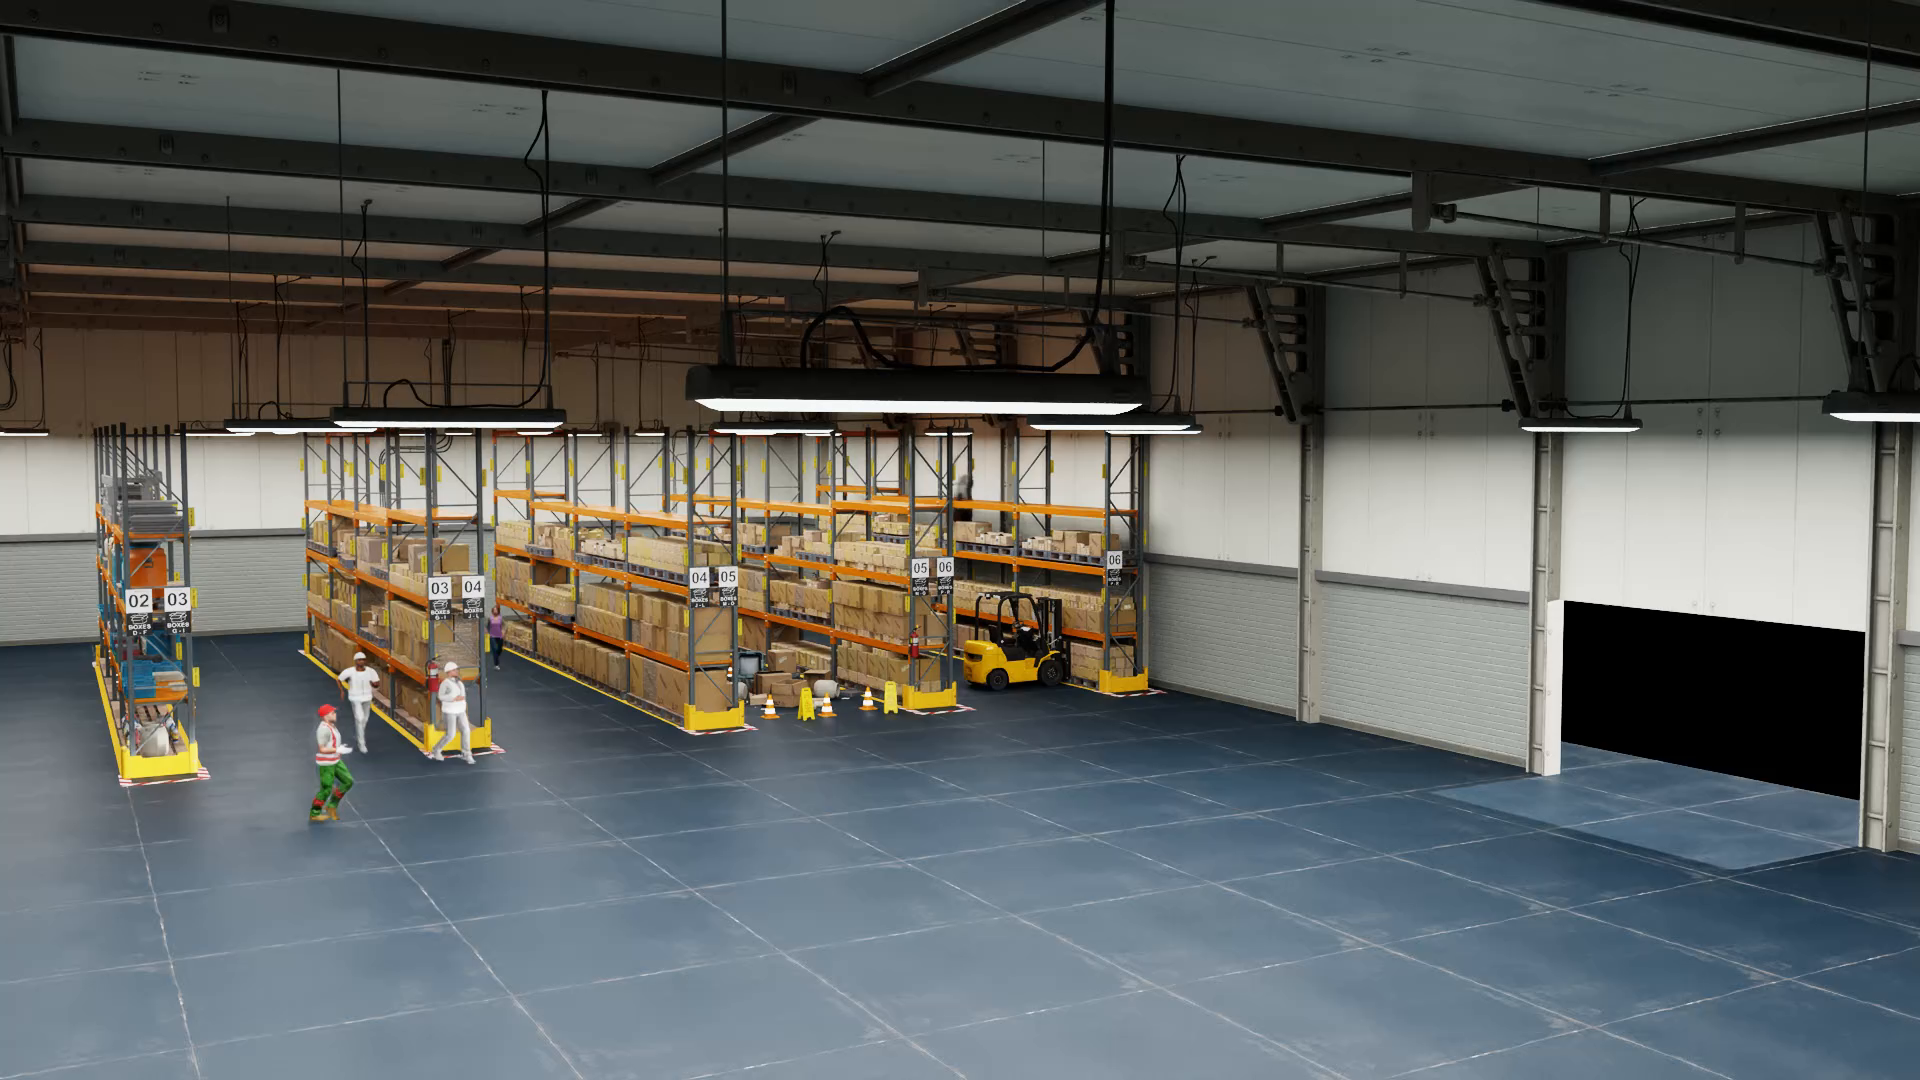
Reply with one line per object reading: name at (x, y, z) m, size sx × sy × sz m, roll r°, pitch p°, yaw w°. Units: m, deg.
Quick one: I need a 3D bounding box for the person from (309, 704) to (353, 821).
person at (-9.366, 3.332, 24.795) m, size 0.692 × 1.784 × 0.628 m, roll 0°, pitch 3°, yaw -3°

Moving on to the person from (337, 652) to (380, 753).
person at (-11.047, 2.966, 30.648) m, size 0.682 × 1.801 × 0.879 m, roll -3°, pitch 5°, yaw -41°

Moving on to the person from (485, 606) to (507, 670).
person at (-11.605, 2.424, 41.528) m, size 0.569 × 1.570 × 0.730 m, roll -2°, pitch 4°, yaw -24°

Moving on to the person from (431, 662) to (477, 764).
person at (-8.950, 3.058, 29.336) m, size 0.819 × 1.814 × 0.664 m, roll 1°, pitch 4°, yaw 21°

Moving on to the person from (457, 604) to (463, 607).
person at (-14.051, 2.047, 45.957) m, size 0.709 × 1.769 × 0.912 m, roll 0°, pitch 3°, yaw 3°
